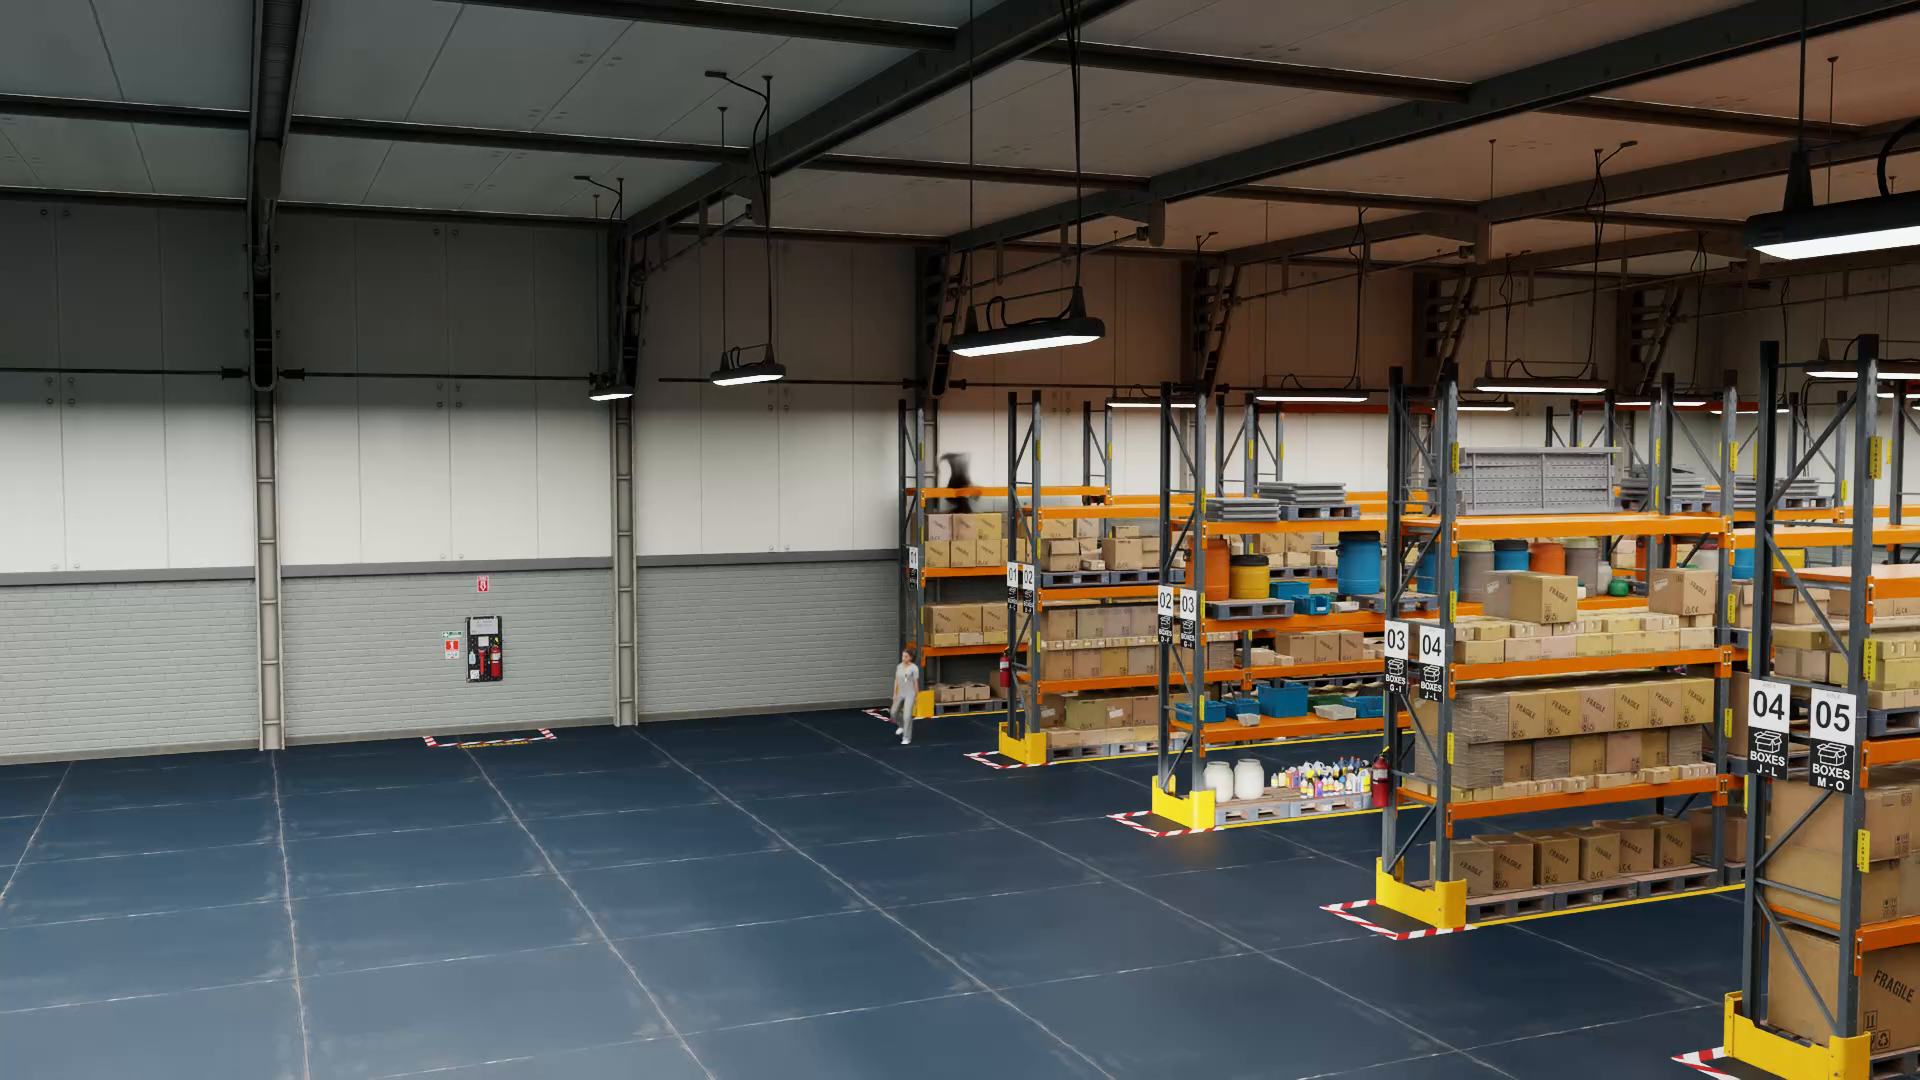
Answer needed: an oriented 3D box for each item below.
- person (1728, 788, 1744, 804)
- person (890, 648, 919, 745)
[{"bbox_3d":[10.437,2.978,22.283,0.845,1.780,0.689,-1,4,-21],"label":"person"},{"bbox_3d":[-0.930,2.659,28.561,0.640,1.647,0.577,2,4,33],"label":"person"}]
